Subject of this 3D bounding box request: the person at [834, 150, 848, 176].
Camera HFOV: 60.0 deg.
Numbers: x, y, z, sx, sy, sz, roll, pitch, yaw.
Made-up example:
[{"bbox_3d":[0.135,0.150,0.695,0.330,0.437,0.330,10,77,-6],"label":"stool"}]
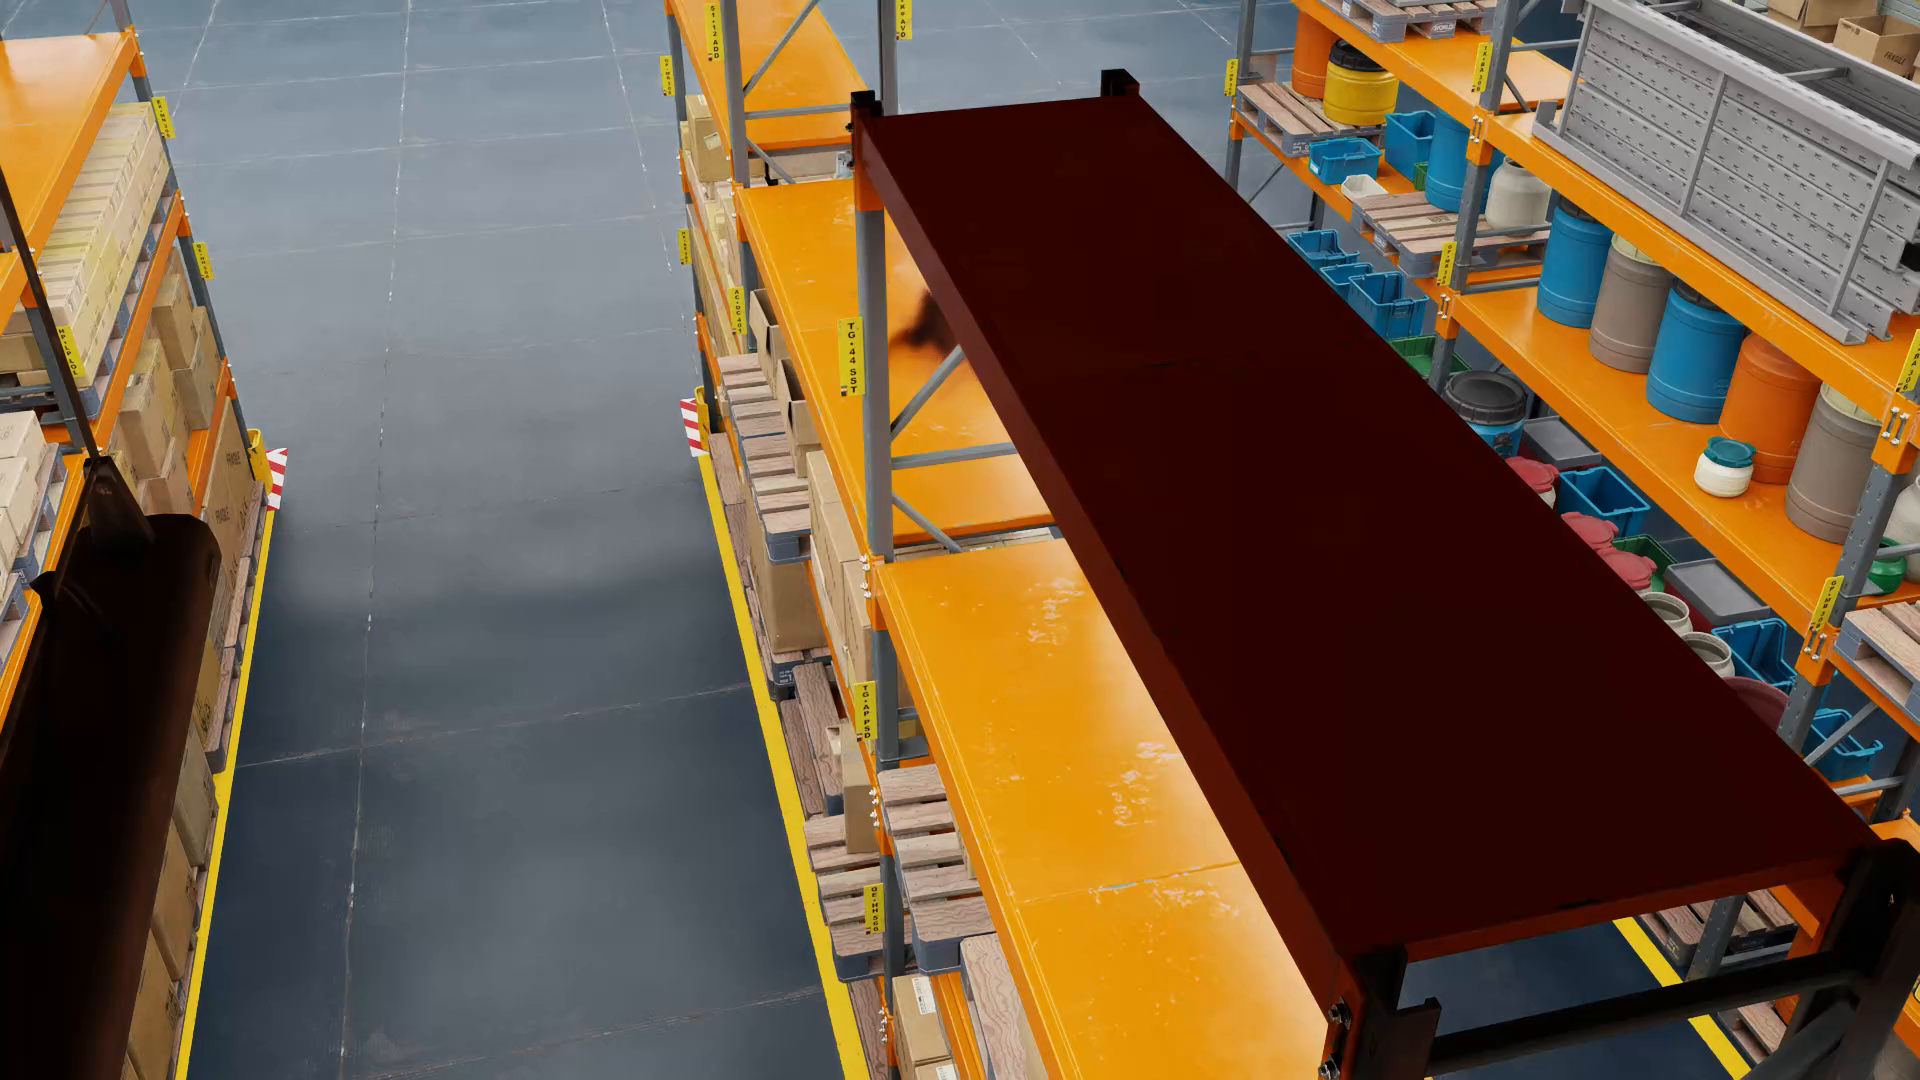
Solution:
[{"bbox_3d":[-1.518,-4.018,18.376,0.765,1.838,0.630,9,35,13],"label":"person"}]
